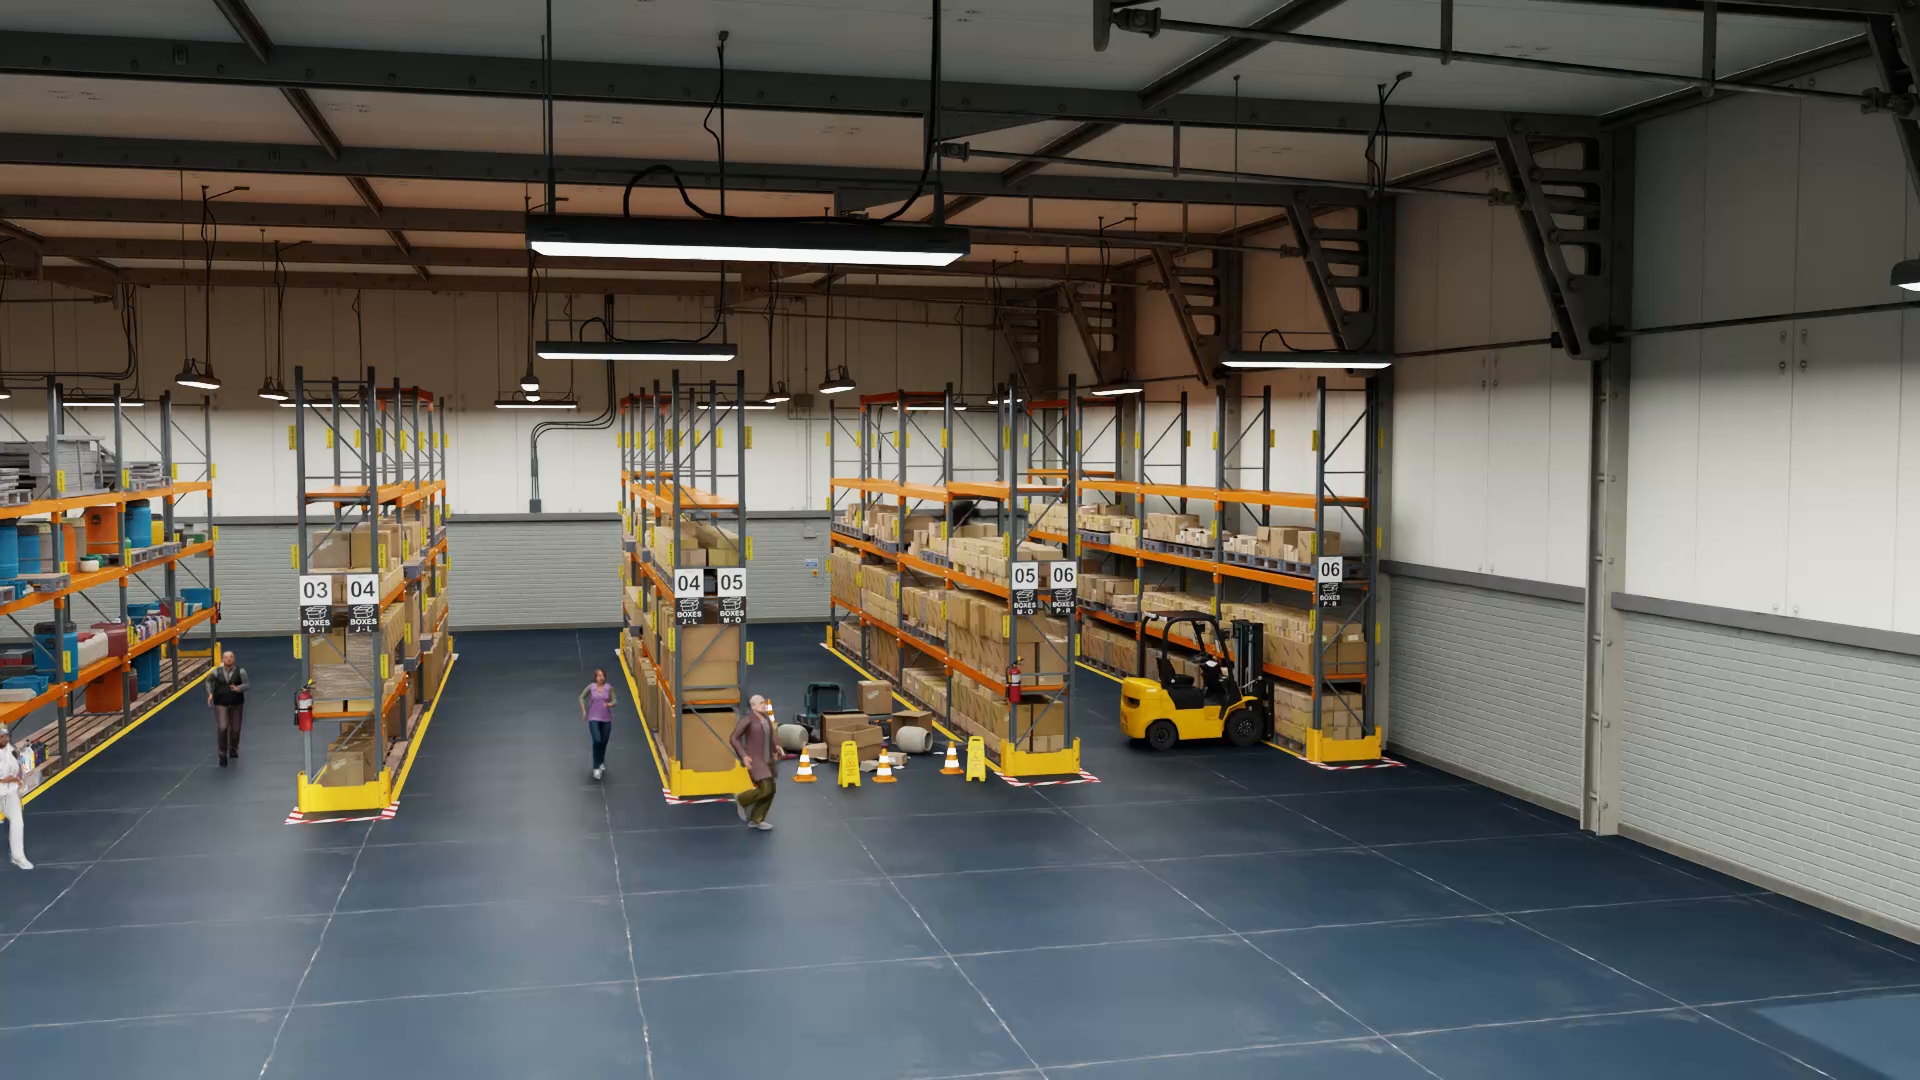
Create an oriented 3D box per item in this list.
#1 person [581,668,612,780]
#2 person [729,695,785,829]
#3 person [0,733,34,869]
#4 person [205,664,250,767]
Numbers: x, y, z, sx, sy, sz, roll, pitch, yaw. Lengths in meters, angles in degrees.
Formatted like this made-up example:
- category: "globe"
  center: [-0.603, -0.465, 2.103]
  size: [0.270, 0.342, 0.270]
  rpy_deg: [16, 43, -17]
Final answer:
- category: "person"
  center: [-5.389, 2.724, 24.748]
  size: [0.442, 1.644, 0.710]
  rpy_deg: [-2, 4, -26]
- category: "person"
  center: [-2.580, 2.861, 21.416]
  size: [0.640, 1.731, 0.714]
  rpy_deg: [2, 4, 33]
- category: "person"
  center: [-11.300, 3.059, 19.523]
  size: [0.912, 1.585, 0.588]
  rpy_deg: [1, 4, 18]
- category: "person"
  center: [-11.358, 2.708, 25.821]
  size: [0.624, 1.578, 0.621]
  rpy_deg: [-2, 4, -29]
